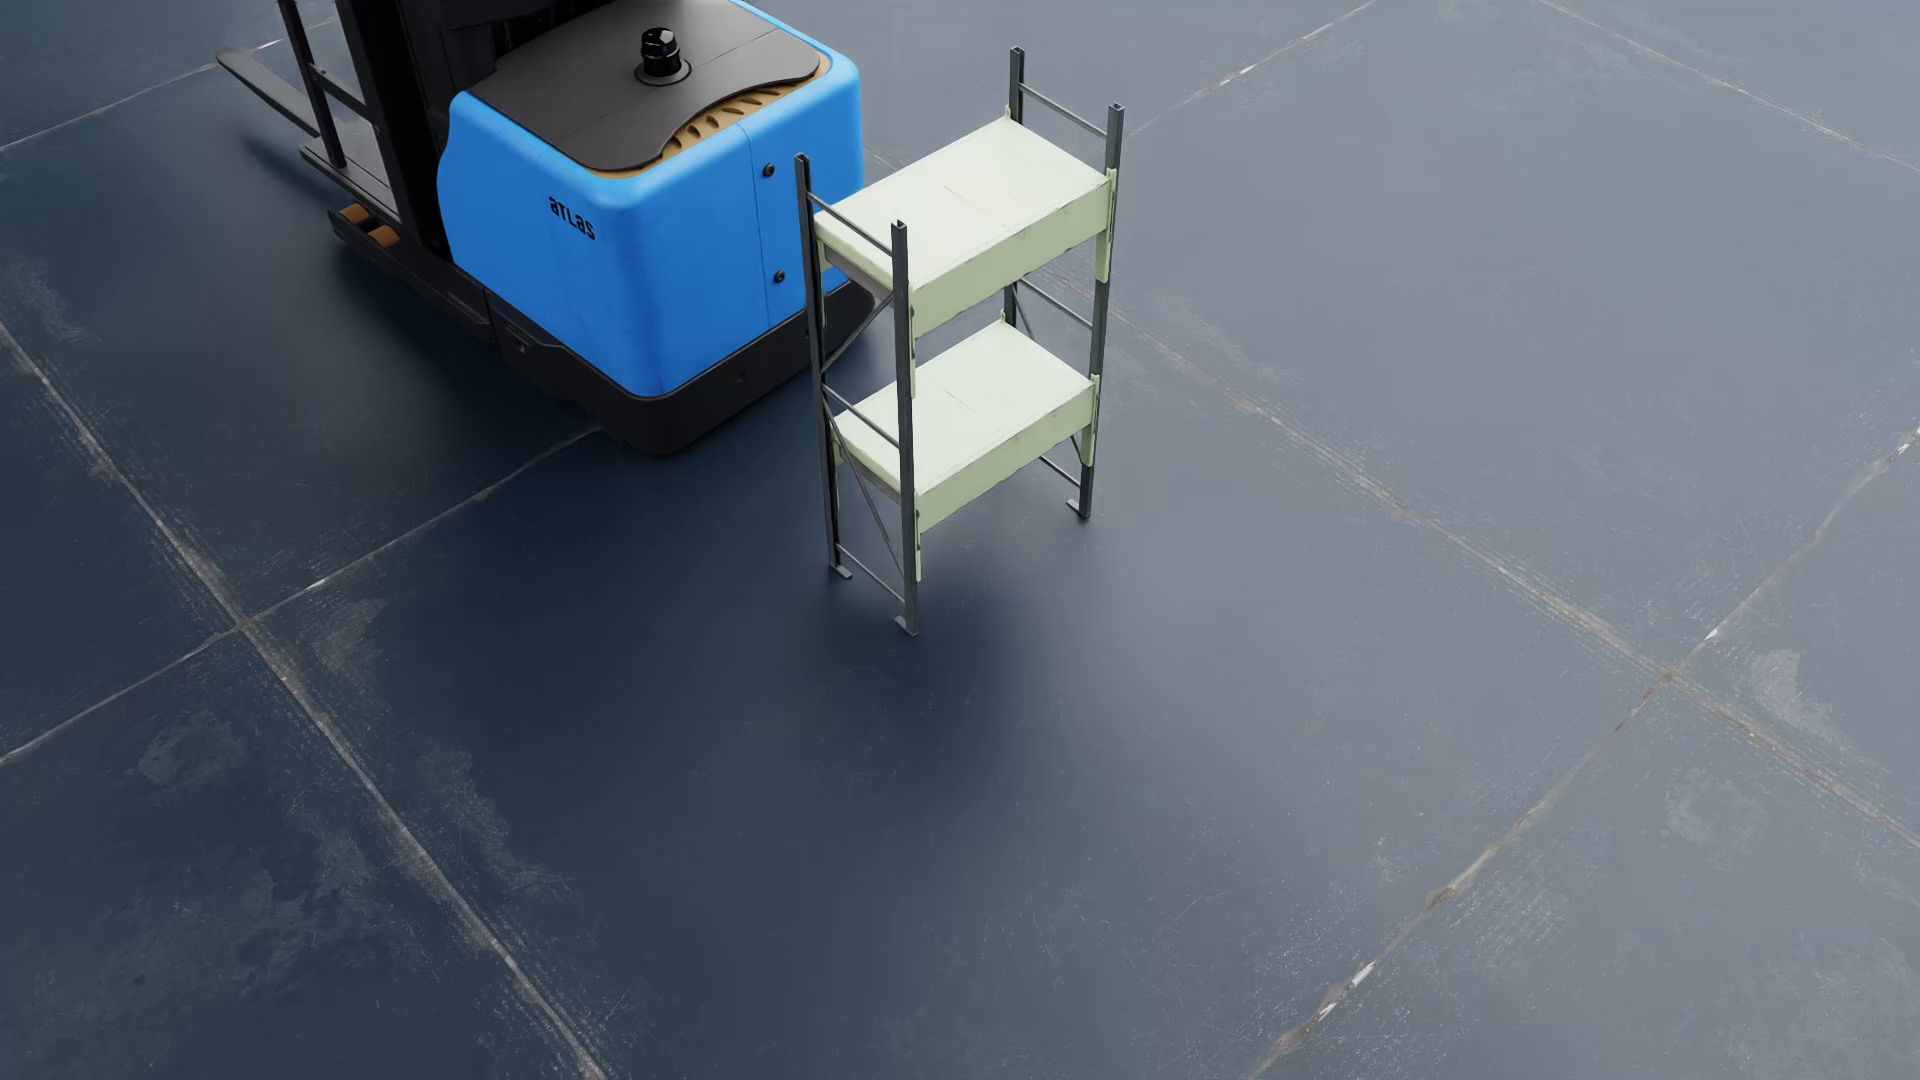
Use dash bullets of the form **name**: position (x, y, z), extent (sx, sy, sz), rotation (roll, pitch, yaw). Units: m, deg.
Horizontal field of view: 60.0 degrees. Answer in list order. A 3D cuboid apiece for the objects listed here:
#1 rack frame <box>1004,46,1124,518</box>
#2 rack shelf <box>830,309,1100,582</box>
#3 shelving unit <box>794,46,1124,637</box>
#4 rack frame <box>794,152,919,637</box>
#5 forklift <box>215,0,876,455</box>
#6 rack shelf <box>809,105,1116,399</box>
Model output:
- **rack frame**: position (0.276, -0.693, 4.869), extent (0.023, 1.500, 0.400), rotation (-34, 56, -27)
- **rack shelf**: position (0.005, -0.291, 4.941), extent (0.720, 0.370, 0.431), rotation (-34, 56, -27)
- **shelving unit**: position (0.005, -0.512, 4.702), extent (0.755, 1.500, 0.431), rotation (-34, 56, -27)
- **rack frame**: position (-0.266, -0.331, 4.535), extent (0.023, 1.500, 0.400), rotation (-34, 56, -27)
- **forklift**: position (-1.711, -2.236, 5.319), extent (3.031, 2.935, 1.130), rotation (35, 56, 28)
- **rack shelf**: position (0.005, -0.777, 4.415), extent (0.720, 0.370, 0.431), rotation (-34, 56, -27)
